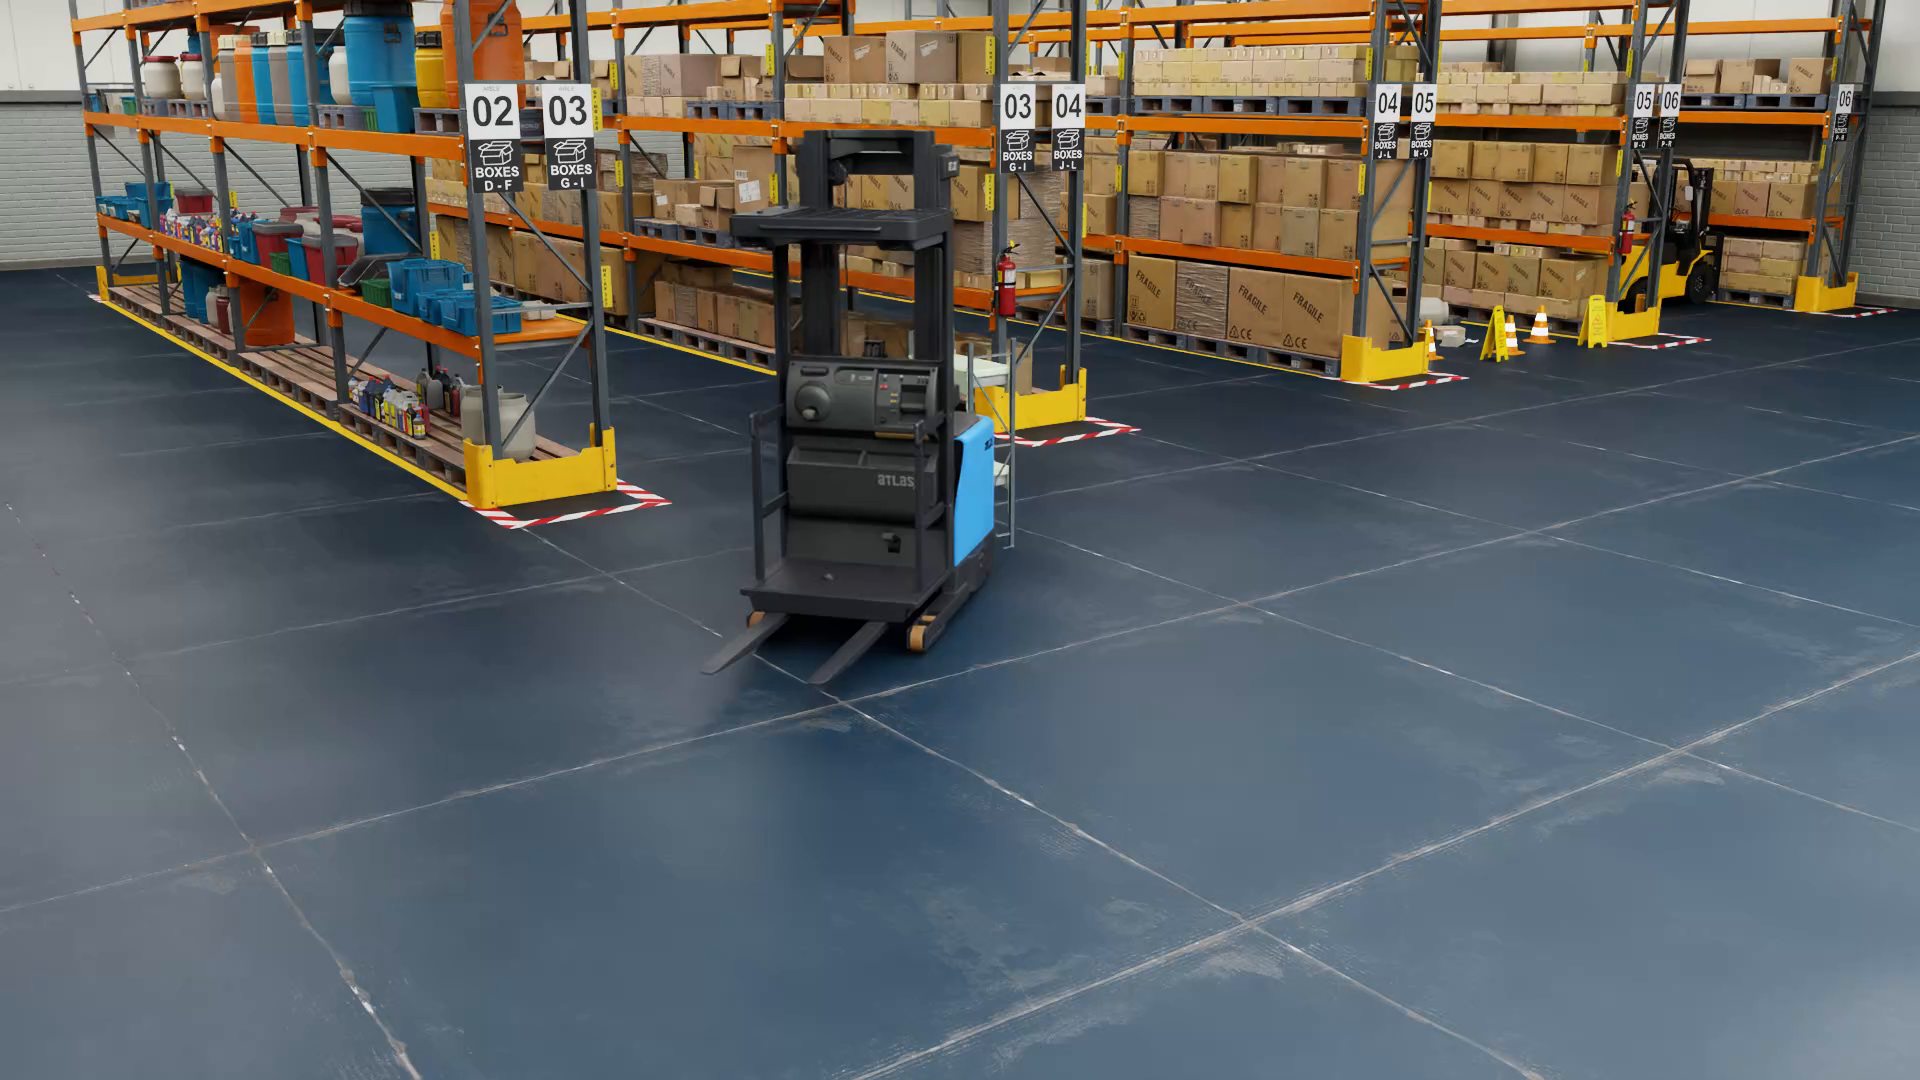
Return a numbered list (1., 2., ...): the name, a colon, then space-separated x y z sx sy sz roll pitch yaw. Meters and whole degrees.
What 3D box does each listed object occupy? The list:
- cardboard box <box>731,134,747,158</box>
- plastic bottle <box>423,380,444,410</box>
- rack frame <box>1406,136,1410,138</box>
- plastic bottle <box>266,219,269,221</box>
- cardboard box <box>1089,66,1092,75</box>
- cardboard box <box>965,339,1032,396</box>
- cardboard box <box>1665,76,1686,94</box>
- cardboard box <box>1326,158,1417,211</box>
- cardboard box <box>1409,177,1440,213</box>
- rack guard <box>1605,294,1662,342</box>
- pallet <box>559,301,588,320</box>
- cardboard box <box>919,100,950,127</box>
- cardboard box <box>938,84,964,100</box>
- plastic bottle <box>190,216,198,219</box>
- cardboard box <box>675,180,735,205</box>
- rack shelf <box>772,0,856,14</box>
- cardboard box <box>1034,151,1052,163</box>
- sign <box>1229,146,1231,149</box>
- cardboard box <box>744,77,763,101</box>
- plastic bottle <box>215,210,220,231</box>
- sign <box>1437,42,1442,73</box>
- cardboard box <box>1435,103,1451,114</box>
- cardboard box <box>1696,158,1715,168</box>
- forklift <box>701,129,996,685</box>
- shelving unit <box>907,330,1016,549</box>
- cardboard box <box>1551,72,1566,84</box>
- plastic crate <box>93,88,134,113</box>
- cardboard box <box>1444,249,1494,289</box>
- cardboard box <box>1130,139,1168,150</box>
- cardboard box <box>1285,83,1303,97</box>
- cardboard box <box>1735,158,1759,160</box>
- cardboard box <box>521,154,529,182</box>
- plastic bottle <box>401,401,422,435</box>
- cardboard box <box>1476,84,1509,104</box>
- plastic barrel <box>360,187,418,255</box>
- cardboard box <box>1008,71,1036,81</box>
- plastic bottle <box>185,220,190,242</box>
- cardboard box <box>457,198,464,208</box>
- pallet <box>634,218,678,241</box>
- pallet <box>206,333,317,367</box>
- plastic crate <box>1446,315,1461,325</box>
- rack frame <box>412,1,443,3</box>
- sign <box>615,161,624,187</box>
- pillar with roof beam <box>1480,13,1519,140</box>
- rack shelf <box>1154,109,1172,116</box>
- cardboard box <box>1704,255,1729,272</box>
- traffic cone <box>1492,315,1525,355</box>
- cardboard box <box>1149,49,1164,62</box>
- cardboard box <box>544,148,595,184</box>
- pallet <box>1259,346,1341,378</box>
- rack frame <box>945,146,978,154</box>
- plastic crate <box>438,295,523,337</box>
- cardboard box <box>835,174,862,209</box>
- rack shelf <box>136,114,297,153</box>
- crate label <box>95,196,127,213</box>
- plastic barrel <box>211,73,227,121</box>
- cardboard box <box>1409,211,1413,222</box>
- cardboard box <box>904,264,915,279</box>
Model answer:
1. cardboard box: -3.660 -6.941 29.107 0.500 0.500 0.500 -12 19 -36
2. plastic bottle: -5.003 -1.390 15.800 0.152 0.276 0.135 -11 19 -35
3. rack frame: 8.060 -6.586 30.459 1.000 3.000 0.127 -11 19 -35
4. plastic bottle: -8.610 -3.848 20.675 0.061 0.283 0.133 -11 19 -35
5. cardboard box: 1.979 -8.134 29.445 0.500 0.500 0.500 -11 19 -36
6. cardboard box: 0.382 -1.701 16.550 0.500 0.500 0.500 -7 17 -24
7. cardboard box: 11.039 -7.001 25.561 0.396 0.266 0.258 -11 19 -36
8. cardboard box: 4.620 -3.995 18.662 0.875 0.550 0.550 -11 19 -35
9. cardboard box: 6.747 -4.912 23.588 0.500 0.500 0.500 -11 19 -35
10. rack guard: 8.707 -2.917 21.788 1.175 0.500 0.348 -11 19 -35
11. pallet: -5.084 -3.372 23.998 1.003 0.211 1.213 -11 19 -35
12. cardboard box: -0.050 -4.113 16.023 0.500 0.250 0.500 -11 19 -34
13. cardboard box: 0.012 -4.261 15.811 0.380 0.149 0.250 -12 19 -37
14. plastic bottle: -9.695 -3.970 21.135 0.152 0.276 0.135 -11 19 -35
15. cardboard box: -3.210 -4.315 21.174 0.700 0.500 0.500 -8 17 -26
16. rack shelf: -0.441 -5.541 16.643 1.077 0.370 4.000 -11 19 -35
17. cardboard box: 1.261 -5.132 23.062 0.700 0.500 0.500 -11 19 -35
18. sign: 4.481 -6.422 27.813 0.100 0.325 0.005 -11 19 -35
19. cardboard box: -2.250 -5.193 19.143 0.396 0.266 0.258 -10 18 -33
20. plastic bottle: -9.638 -4.171 21.726 0.144 0.351 0.185 -11 19 -35
21. sign: 5.259 -5.308 18.301 0.100 0.325 0.005 -11 19 -35
22. cardboard box: 6.843 -6.022 23.190 0.380 0.149 0.250 -10 18 -33
23. cardboard box: 11.476 -5.753 25.432 0.380 0.149 0.250 -11 19 -34
24. forklift: -0.639 -0.868 9.695 1.130 2.935 3.031 4 16 15
25. shelving unit: 0.004 -0.722 11.873 0.431 1.500 0.755 -11 19 -35
26. cardboard box: 7.921 -6.018 21.666 0.380 0.149 0.250 -11 19 -34
27. plastic crate: -12.003 -6.264 23.718 0.504 0.338 0.767 -11 19 -35
28. cardboard box: 7.156 -3.808 23.299 0.500 0.500 0.500 -10 18 -32
29. cardboard box: 3.224 -6.524 28.146 0.500 0.500 0.500 -10 18 -34
30. cardboard box: 3.890 -5.074 18.743 0.380 0.149 0.250 -11 19 -34
31. cardboard box: 12.063 -5.782 25.537 0.380 0.149 0.250 -11 19 -36
32. cardboard box: -6.807 -5.621 25.230 0.500 0.500 0.500 -10 18 -33
33. plastic bottle: -4.832 -1.081 14.668 0.152 0.276 0.135 -11 19 -34
34. cardboard box: 7.330 -6.017 22.418 0.500 0.250 0.500 -11 19 -34
35. plastic barrel: -5.605 -3.025 16.498 0.600 0.901 0.708 -11 19 -35
36. cardboard box: 0.947 -6.274 22.821 0.500 0.311 0.500 -11 19 -36
37. plastic bottle: -9.579 -3.845 20.687 0.097 0.271 0.097 0 15 0
38. cardboard box: -7.825 -5.409 26.632 0.380 0.149 0.250 -11 19 -36
39. pallet: -3.463 -4.049 21.550 1.213 0.211 1.003 -11 19 -35
40. pallet: -8.472 -2.325 20.171 1.003 0.211 1.213 -11 19 -35
41. plastic crate: 6.659 -3.090 23.215 0.583 0.080 0.402 10 18 33
42. rack frame: -8.672 -8.879 27.470 1.000 3.000 0.127 -11 19 -35
43. sign: -4.416 -4.749 21.550 0.100 0.325 0.005 -11 19 -35
44. pillar with roof beam: 6.074 -8.673 26.719 9.100 9.000 0.400 -11 19 -35
45. rack shelf: 2.871 -7.342 28.900 1.077 0.370 4.000 -11 19 -35
46. cardboard box: 11.618 -4.267 25.449 0.500 0.250 0.500 -11 19 -36
47. traffic cone: 6.757 -2.530 20.443 0.336 0.463 0.334 -11 19 -35
48. cardboard box: 2.545 -5.947 20.422 0.380 0.149 0.250 -11 19 -35
49. cardboard box: -5.544 -5.380 23.960 0.797 0.503 0.637 -11 19 -34
50. pallet: 4.273 -2.131 19.461 1.003 0.211 1.213 -11 19 -35
51. rack frame: 0.103 -5.025 24.755 1.000 3.000 0.127 -11 19 -35
52. plastic crate: -3.808 -1.789 13.211 0.499 0.251 0.616 -11 19 -35
53. cardboard box: -0.969 -3.748 17.440 0.500 0.500 0.500 -11 19 -35
54. rack shelf: -9.151 -5.035 20.471 1.077 0.370 4.000 -11 19 -35
55. crate label: -12.800 -5.061 25.088 0.416 0.233 0.303 -11 19 -35
56. plastic barrel: -8.040 -4.895 18.385 0.421 0.512 0.421 0 15 0
57. cardboard box: 6.516 -4.677 23.958 0.380 0.149 0.250 -10 18 -33
58. cardboard box: -0.348 -2.741 16.883 0.380 0.149 0.250 -11 19 -35
